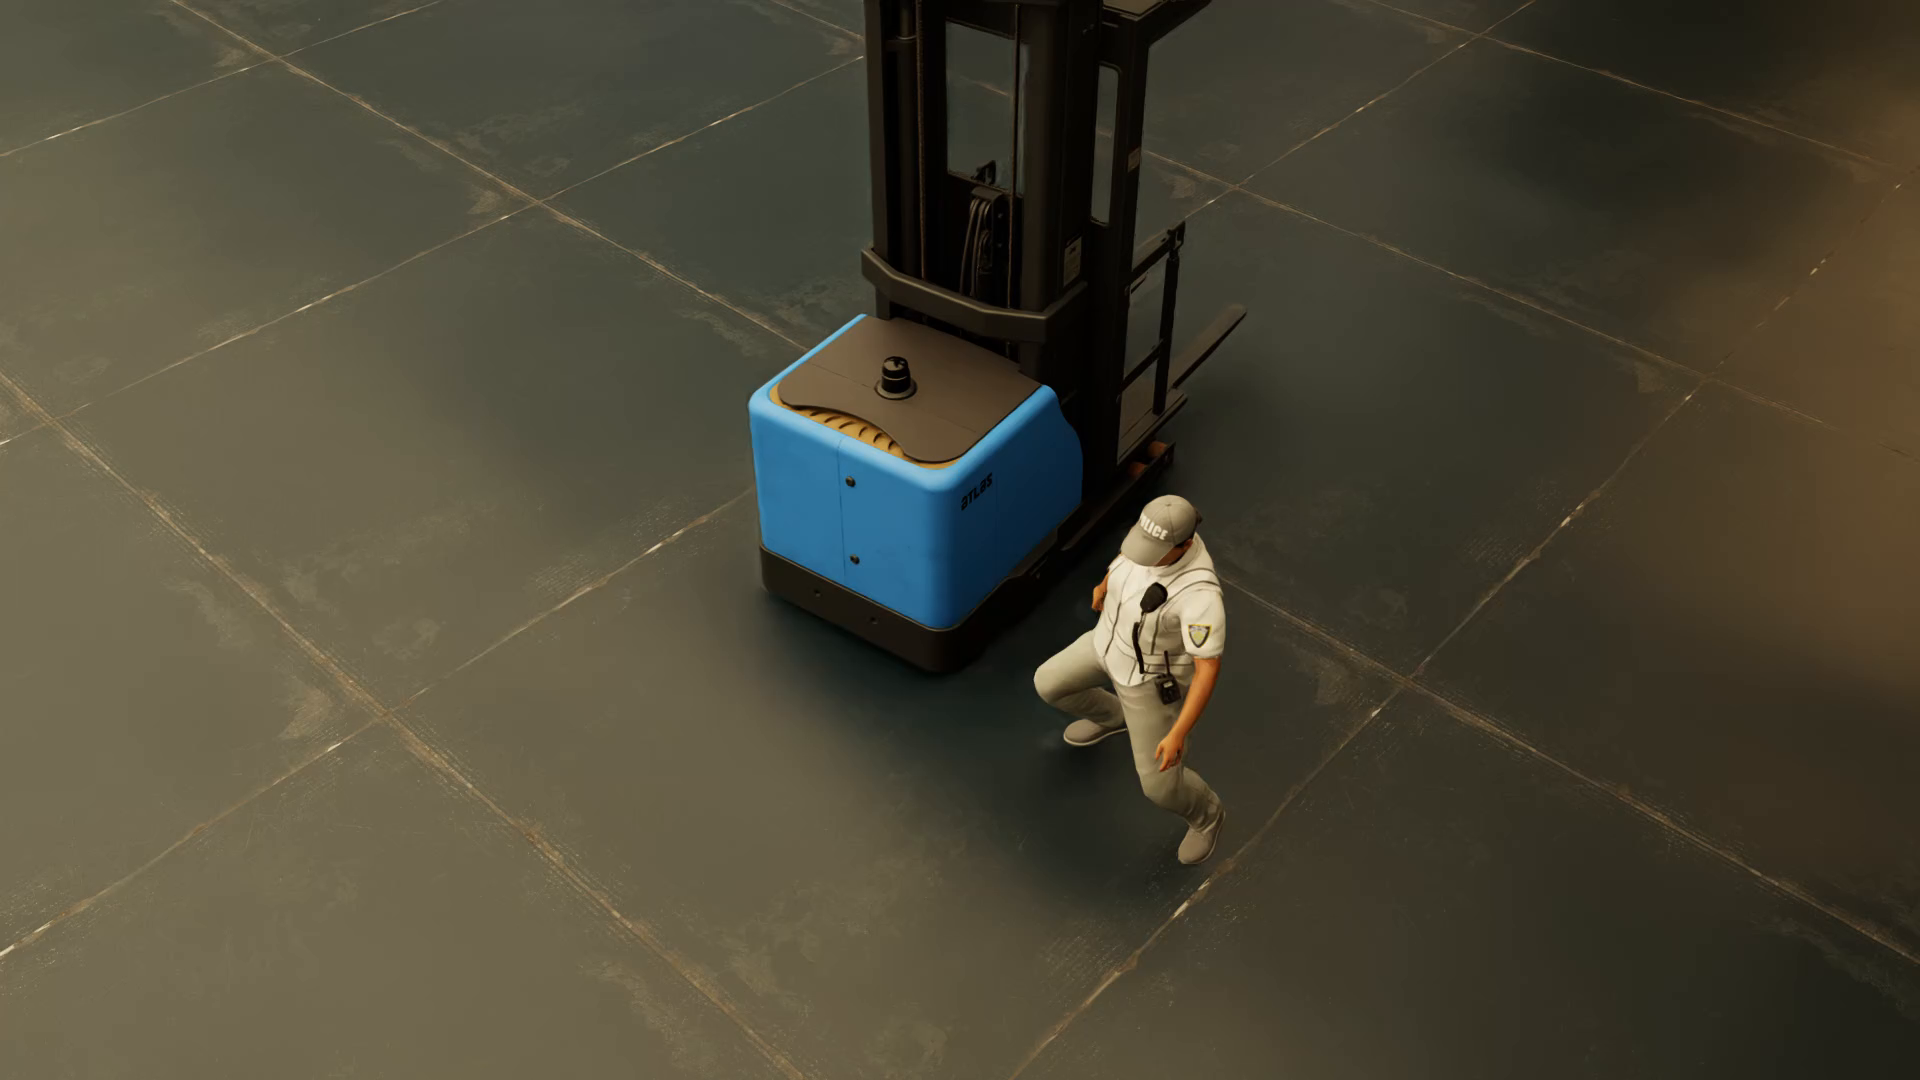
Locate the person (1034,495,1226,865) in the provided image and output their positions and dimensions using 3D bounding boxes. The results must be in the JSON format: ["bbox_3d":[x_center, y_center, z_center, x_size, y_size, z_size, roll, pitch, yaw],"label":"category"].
[{"bbox_3d":[0.664,0.436,5.996,0.587,1.568,0.865,-15,43,-17],"label":"person"}]

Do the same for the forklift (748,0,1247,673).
[{"bbox_3d":[0.378,-1.482,7.156,1.130,2.935,3.031,24,46,26],"label":"forklift"}]
